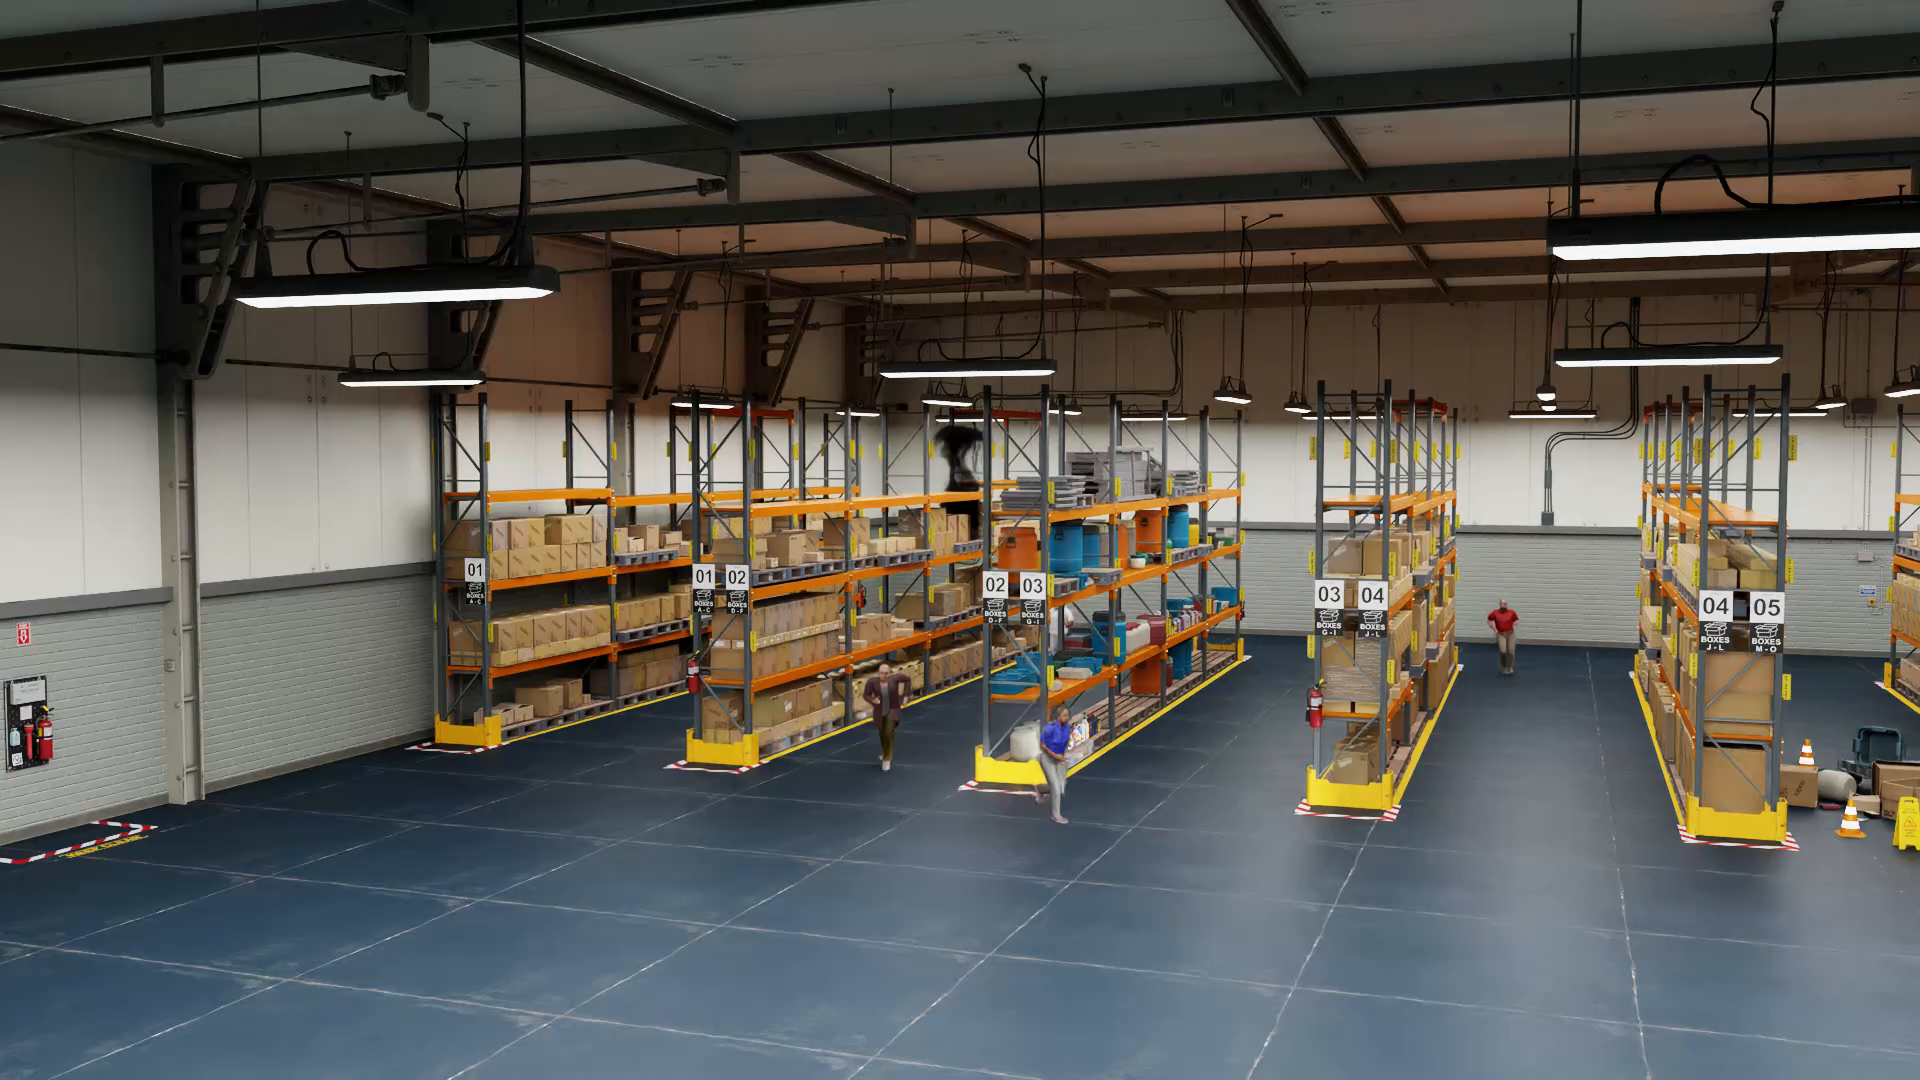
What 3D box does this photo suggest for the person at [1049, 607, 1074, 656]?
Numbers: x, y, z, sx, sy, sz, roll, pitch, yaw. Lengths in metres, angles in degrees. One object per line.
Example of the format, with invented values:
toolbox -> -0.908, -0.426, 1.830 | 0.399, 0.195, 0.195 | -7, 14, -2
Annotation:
person -> 2.210, 2.123, 37.440 | 0.699, 1.774, 0.972 | 1, 3, 15

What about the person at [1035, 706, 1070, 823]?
person -> 1.235, 3.028, 22.550 | 0.539, 1.585, 0.717 | -2, 4, -36

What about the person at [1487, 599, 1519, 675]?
person -> 12.193, 2.186, 37.249 | 0.662, 1.737, 0.678 | 0, 3, 6

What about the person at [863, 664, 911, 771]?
person -> -1.152, 2.785, 26.376 | 0.751, 1.730, 1.072 | 0, 3, 2
